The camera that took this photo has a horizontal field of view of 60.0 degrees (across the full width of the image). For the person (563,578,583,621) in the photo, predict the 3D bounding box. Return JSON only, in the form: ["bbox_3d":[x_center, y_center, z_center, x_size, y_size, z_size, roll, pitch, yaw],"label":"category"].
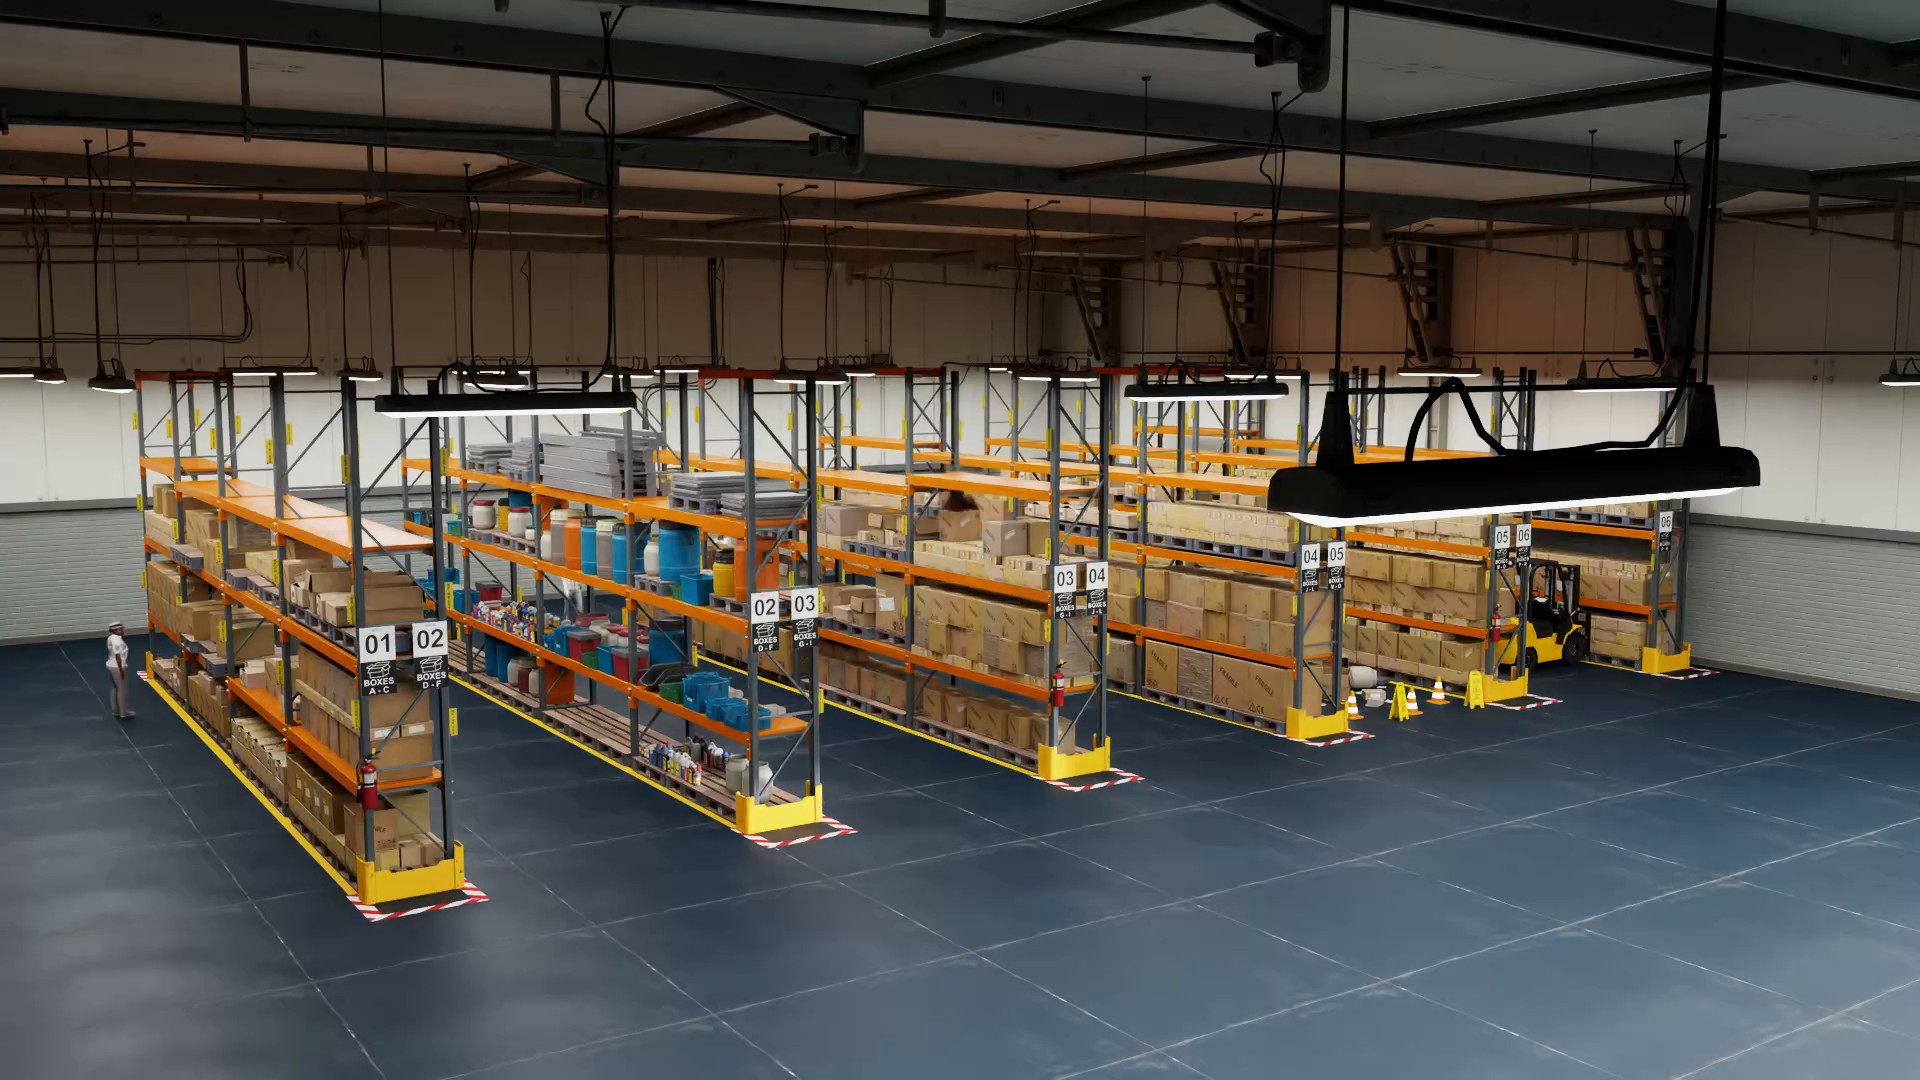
[{"bbox_3d":[-8.952,1.148,38.532,0.501,1.634,0.950,-4,8,-34],"label":"person"}]

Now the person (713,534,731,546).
[{"bbox_3d":[-6.237,0.533,43.616,0.608,1.755,0.988,5,8,40],"label":"person"}]

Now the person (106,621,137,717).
[{"bbox_3d":[-14.574,2.235,28.861,0.408,1.676,0.513,-5,8,-38],"label":"person"}]
